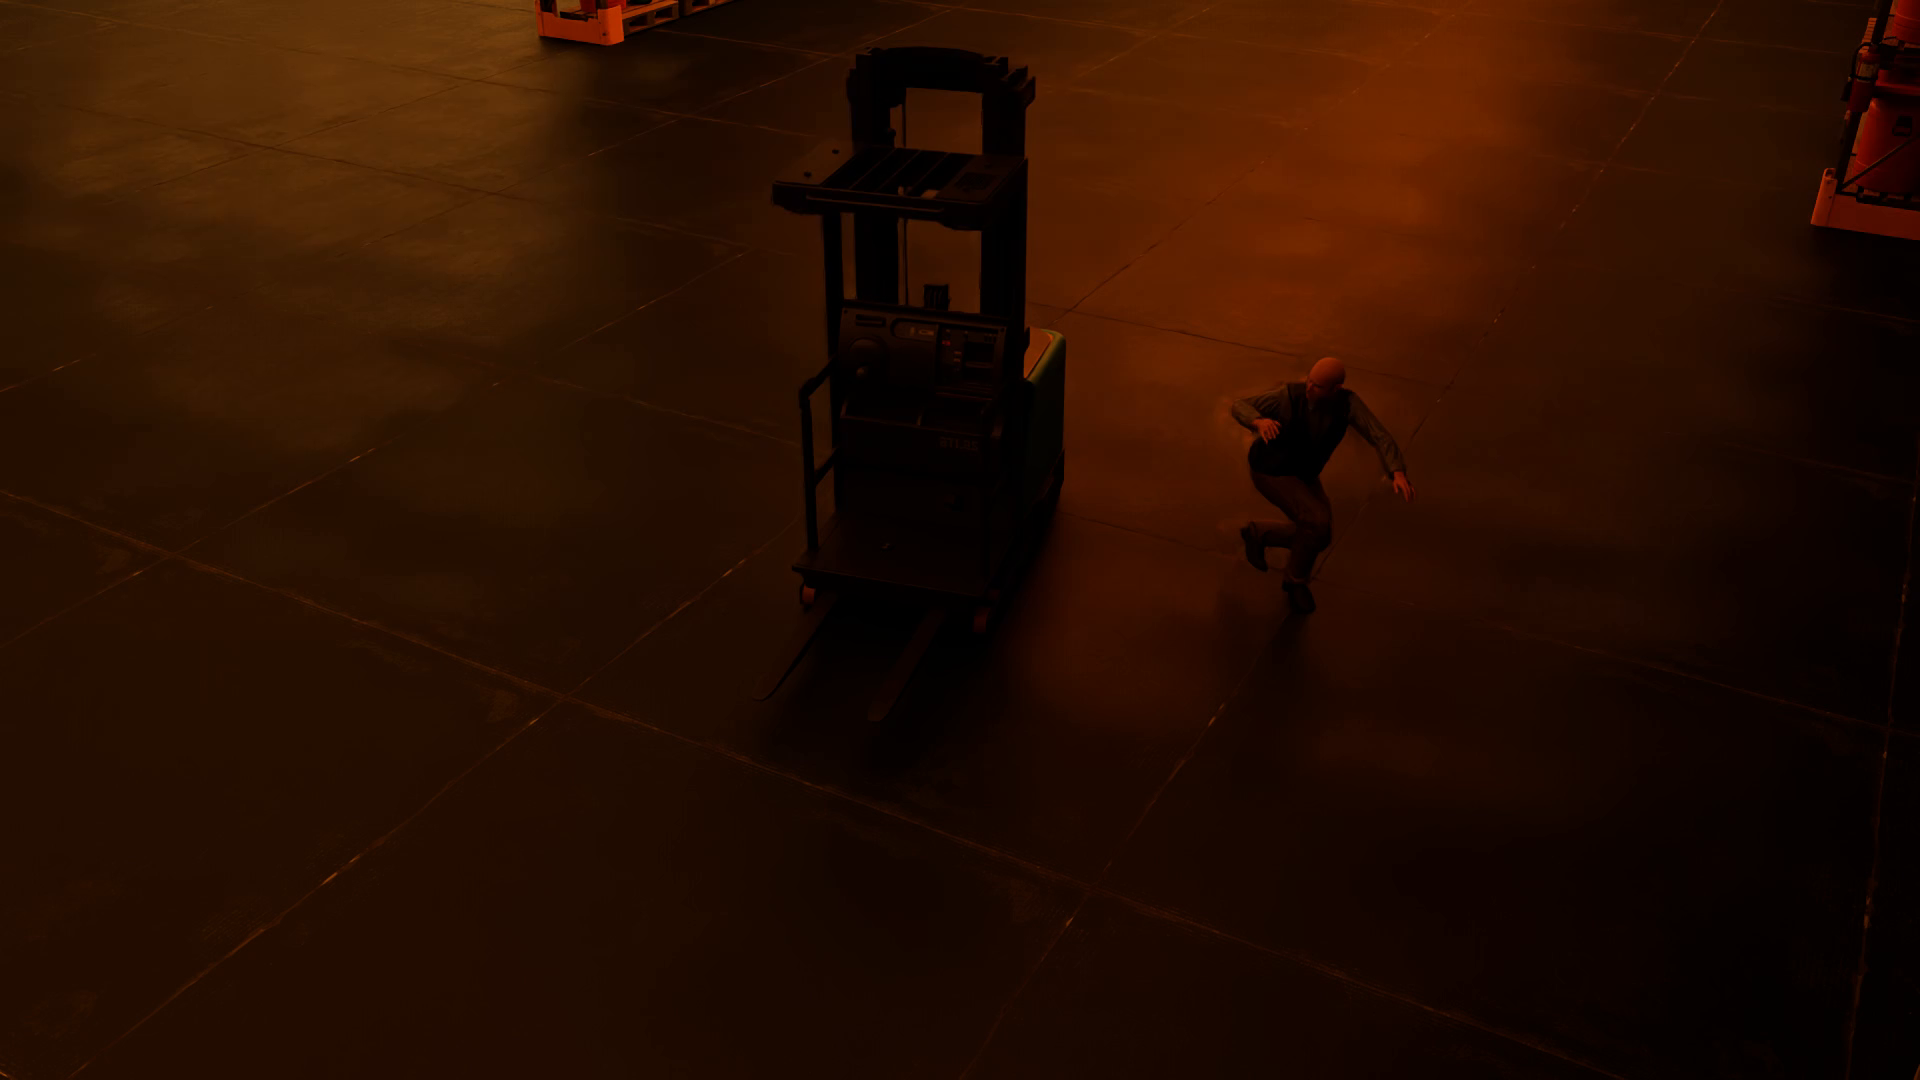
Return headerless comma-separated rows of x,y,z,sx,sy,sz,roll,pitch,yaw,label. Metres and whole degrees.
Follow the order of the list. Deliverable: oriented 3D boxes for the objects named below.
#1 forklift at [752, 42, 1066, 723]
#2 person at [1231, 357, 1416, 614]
-0.265,-0.969,8.749,1.130,2.935,3.031,9,31,15,forklift
1.917,-0.286,9.061,0.771,1.450,1.048,-17,34,-26,person
